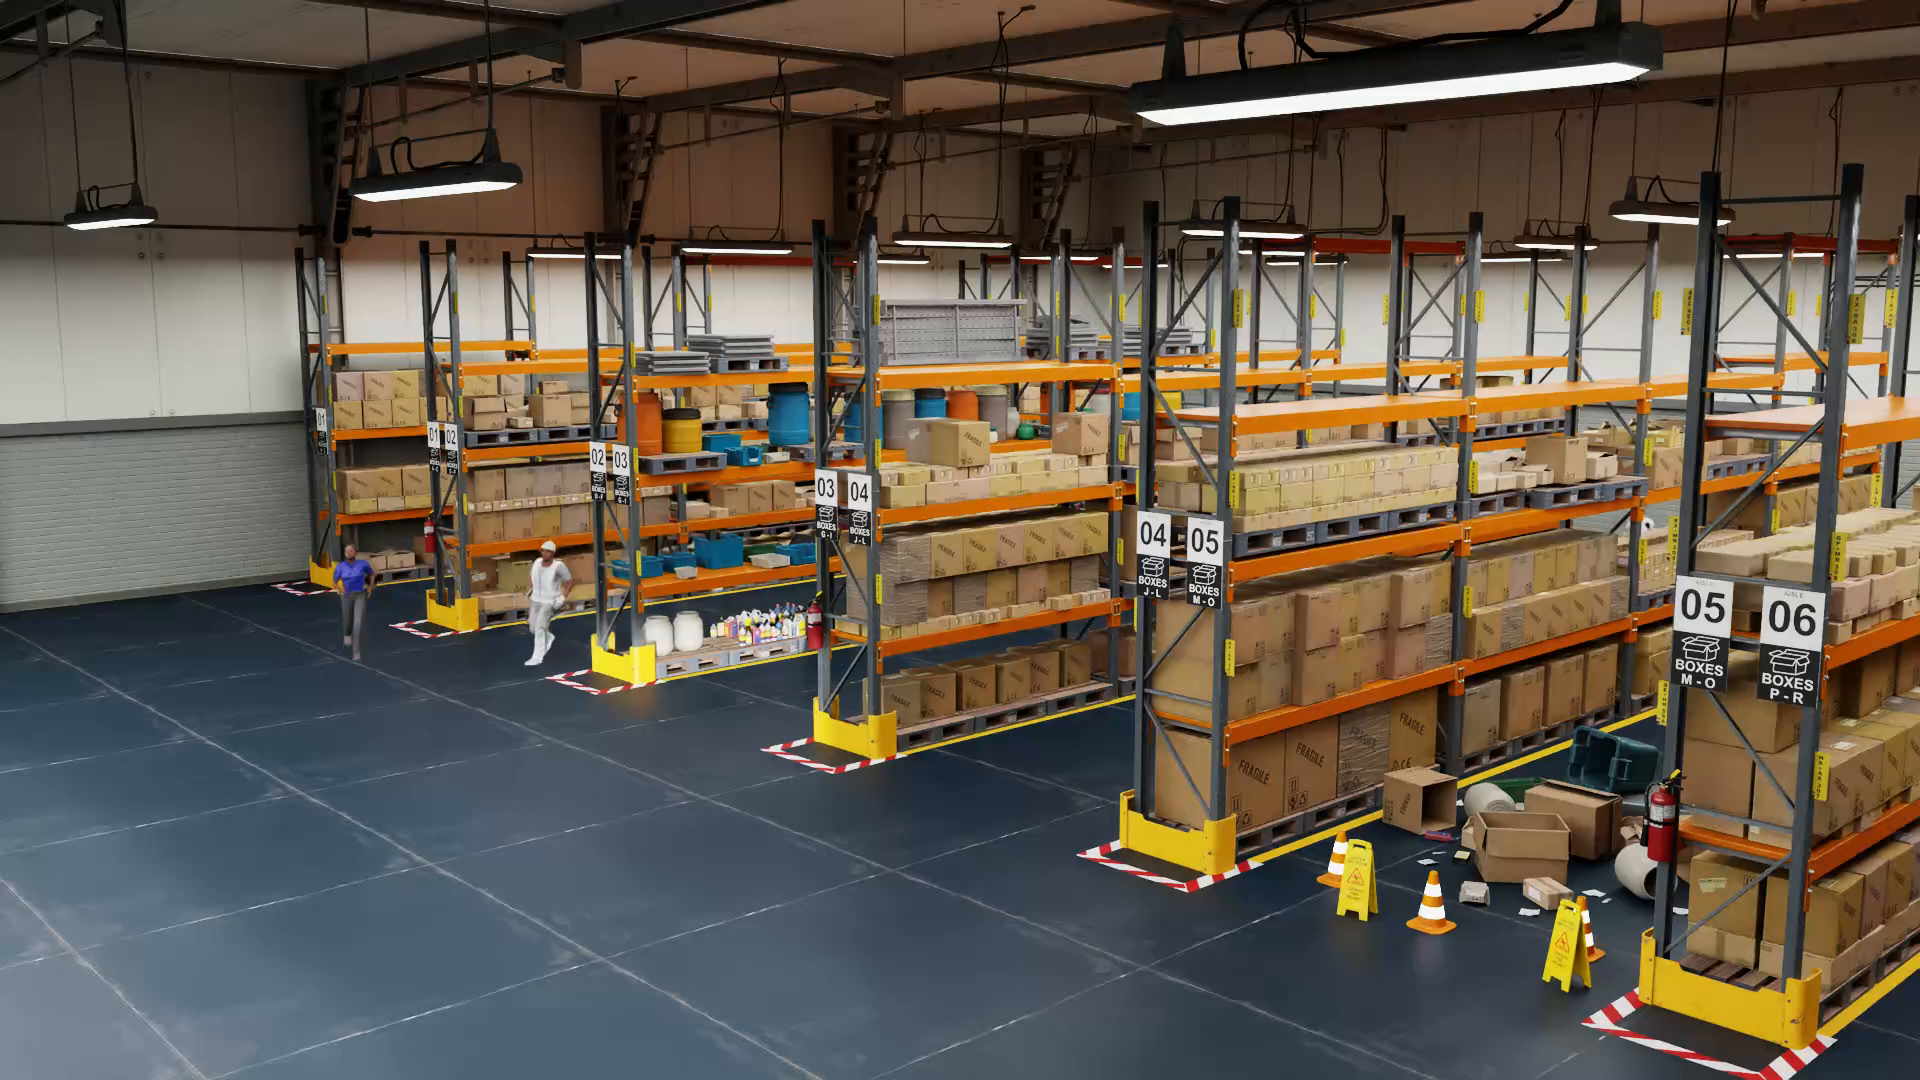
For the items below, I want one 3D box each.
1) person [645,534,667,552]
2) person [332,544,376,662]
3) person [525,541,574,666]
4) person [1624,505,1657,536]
[{"bbox_3d":[-5.545,-0.156,30.537,0.659,1.757,0.659,-7,11,-41],"label":"person"},{"bbox_3d":[-8.709,0.868,23.936,0.589,1.660,0.868,-2,9,-16],"label":"person"},{"bbox_3d":[-5.789,0.870,23.483,0.727,1.746,0.747,3,9,21],"label":"person"},{"bbox_3d":[11.828,0.157,28.820,0.650,1.613,0.553,2,9,12],"label":"person"}]
